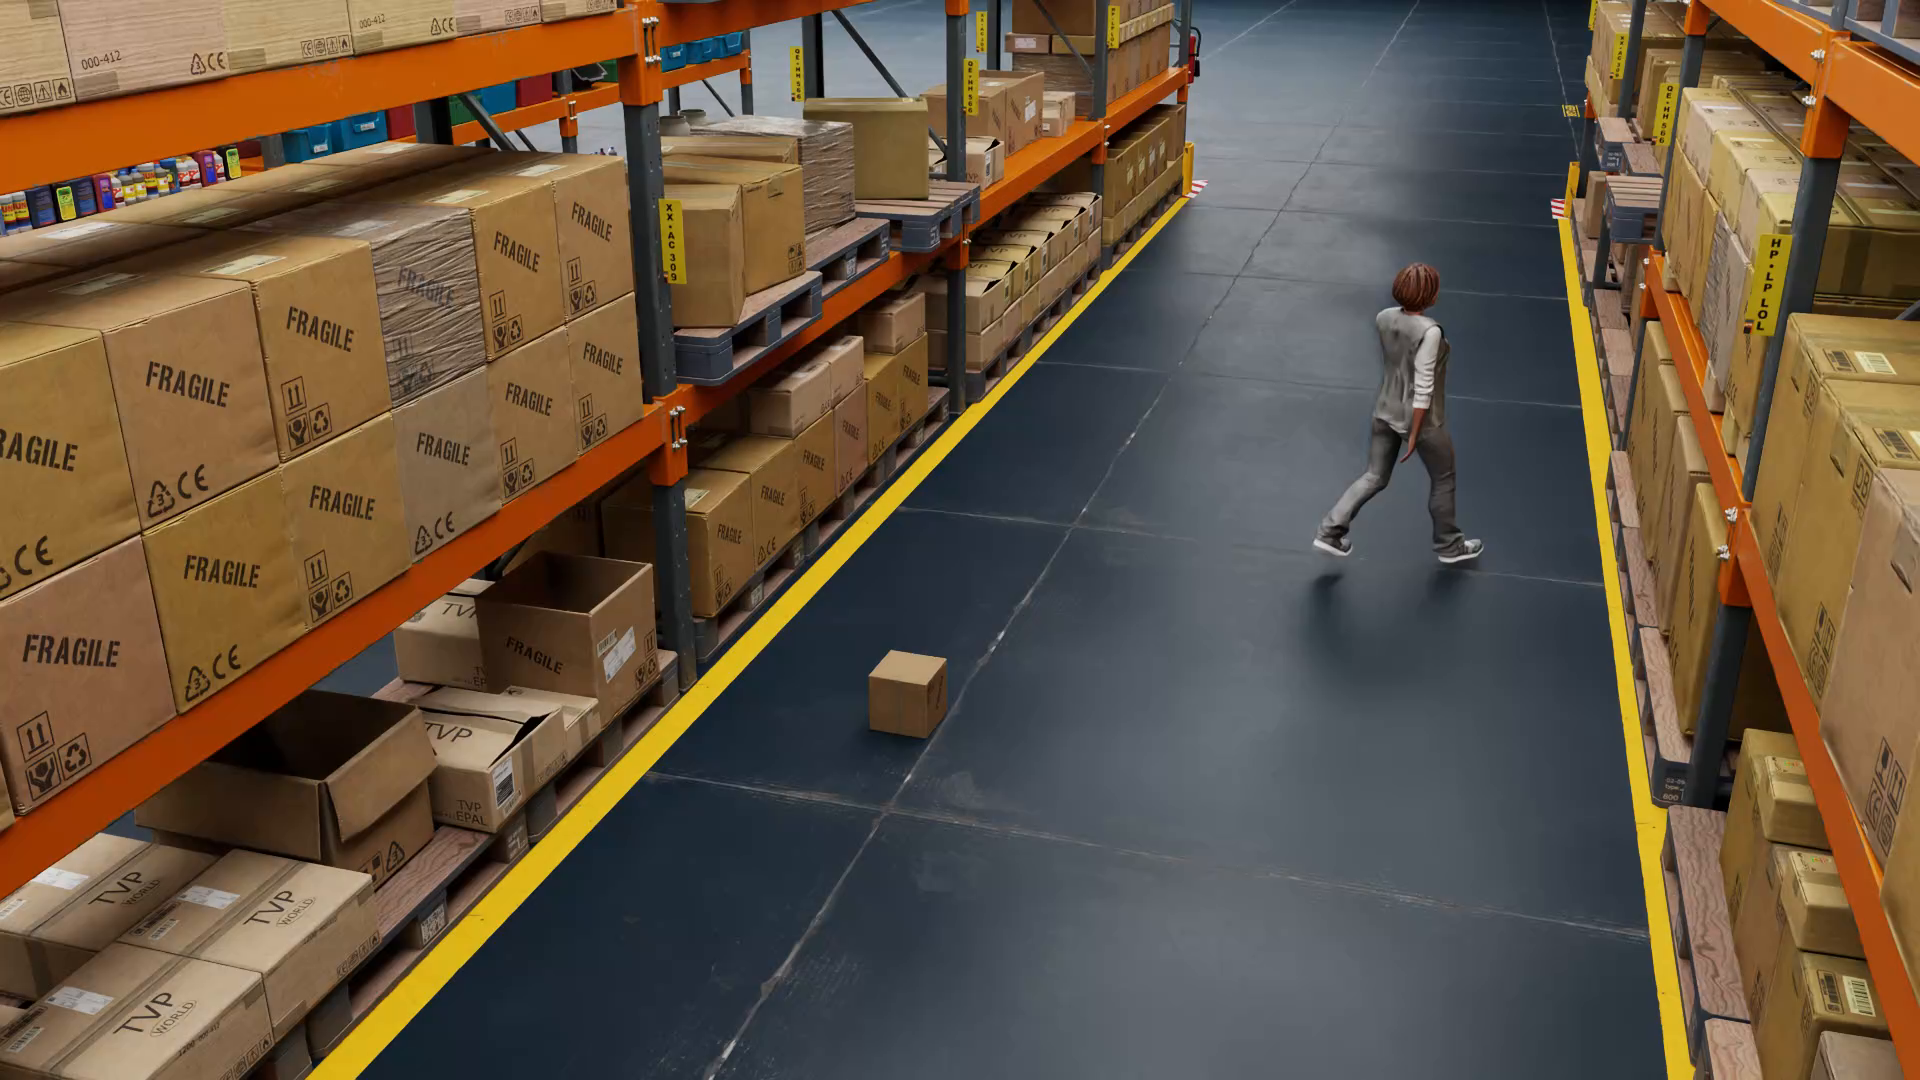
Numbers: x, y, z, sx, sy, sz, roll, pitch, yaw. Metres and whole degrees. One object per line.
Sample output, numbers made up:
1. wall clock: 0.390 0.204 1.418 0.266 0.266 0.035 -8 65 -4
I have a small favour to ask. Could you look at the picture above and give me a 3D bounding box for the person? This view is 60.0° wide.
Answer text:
1. person: 2.198 -0.602 8.075 0.902 1.543 0.410 -15 26 -32
